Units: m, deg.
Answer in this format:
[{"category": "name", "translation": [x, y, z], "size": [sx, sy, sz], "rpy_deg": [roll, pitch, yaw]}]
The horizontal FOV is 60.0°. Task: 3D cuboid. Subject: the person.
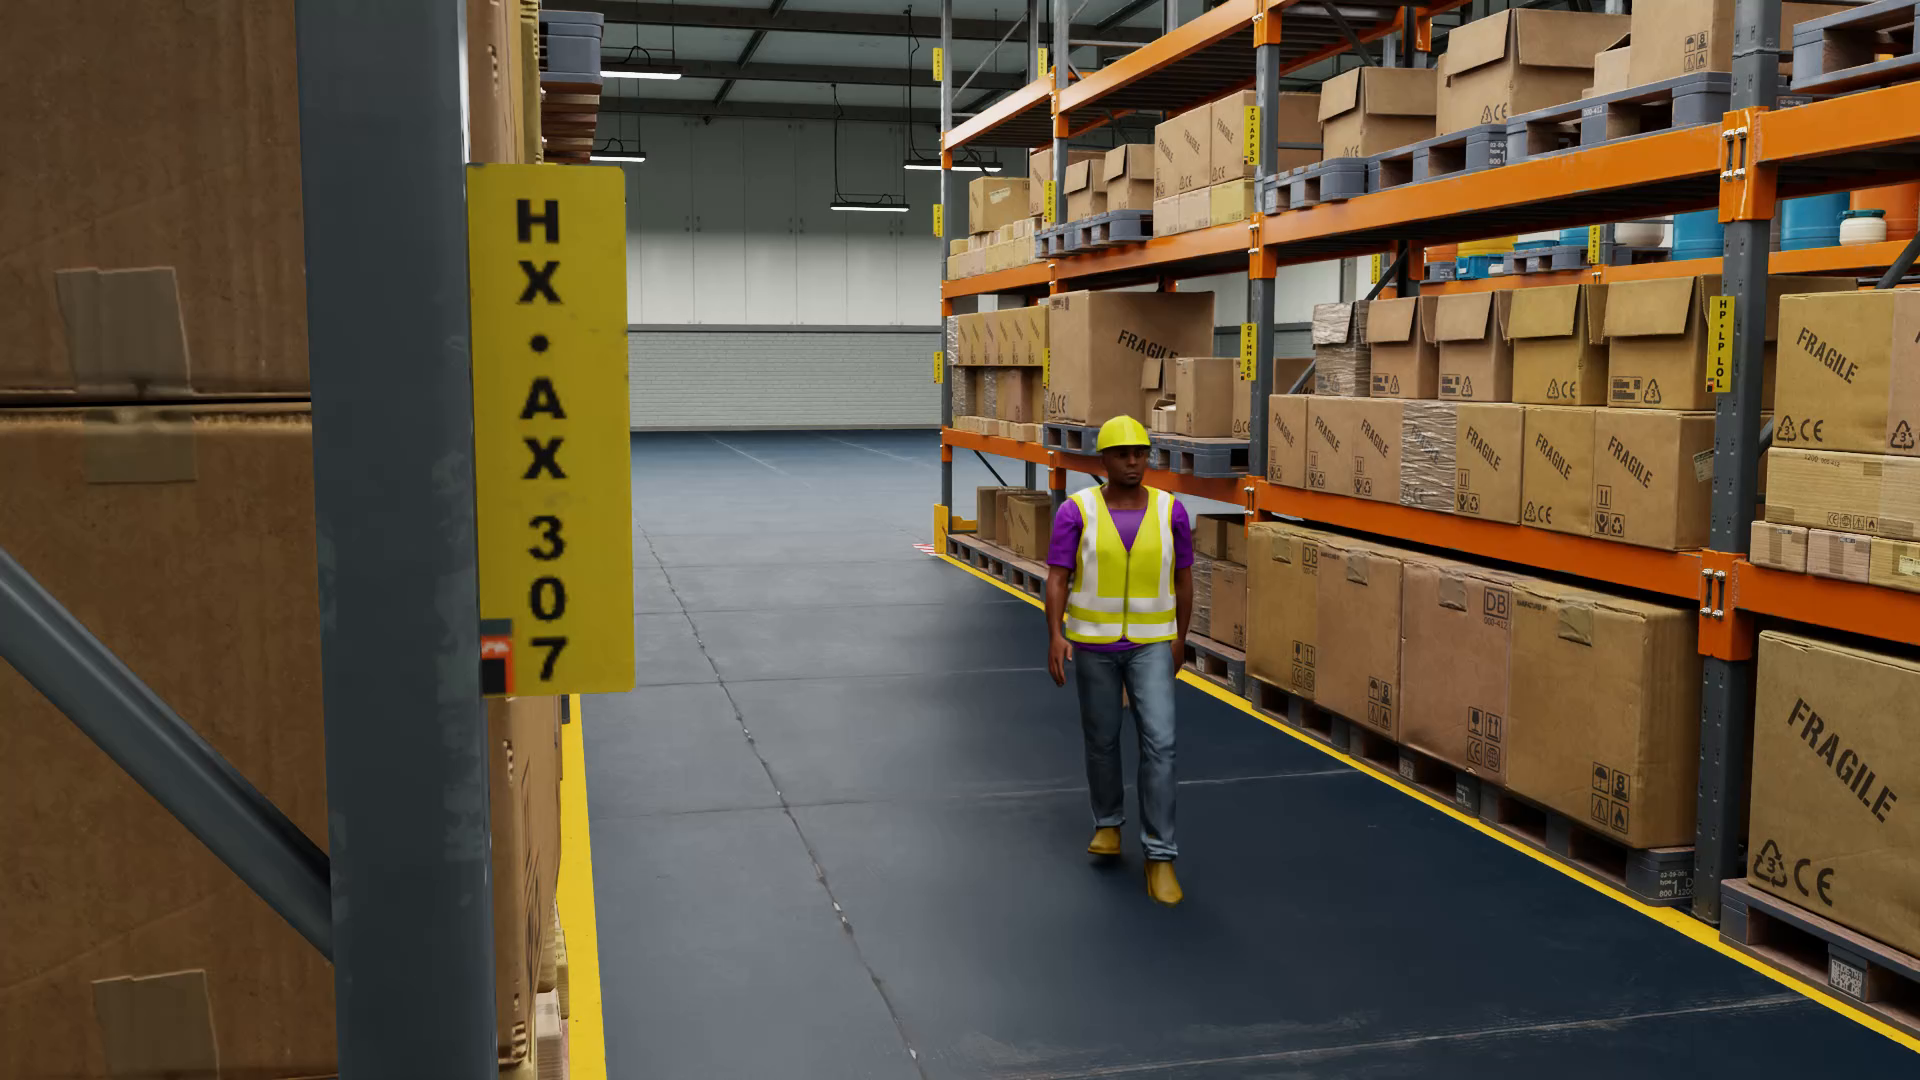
[{"category": "person", "translation": [0.617, 0.429, 6.353], "size": [0.587, 1.800, 0.756], "rpy_deg": [0, 6, 1]}]
